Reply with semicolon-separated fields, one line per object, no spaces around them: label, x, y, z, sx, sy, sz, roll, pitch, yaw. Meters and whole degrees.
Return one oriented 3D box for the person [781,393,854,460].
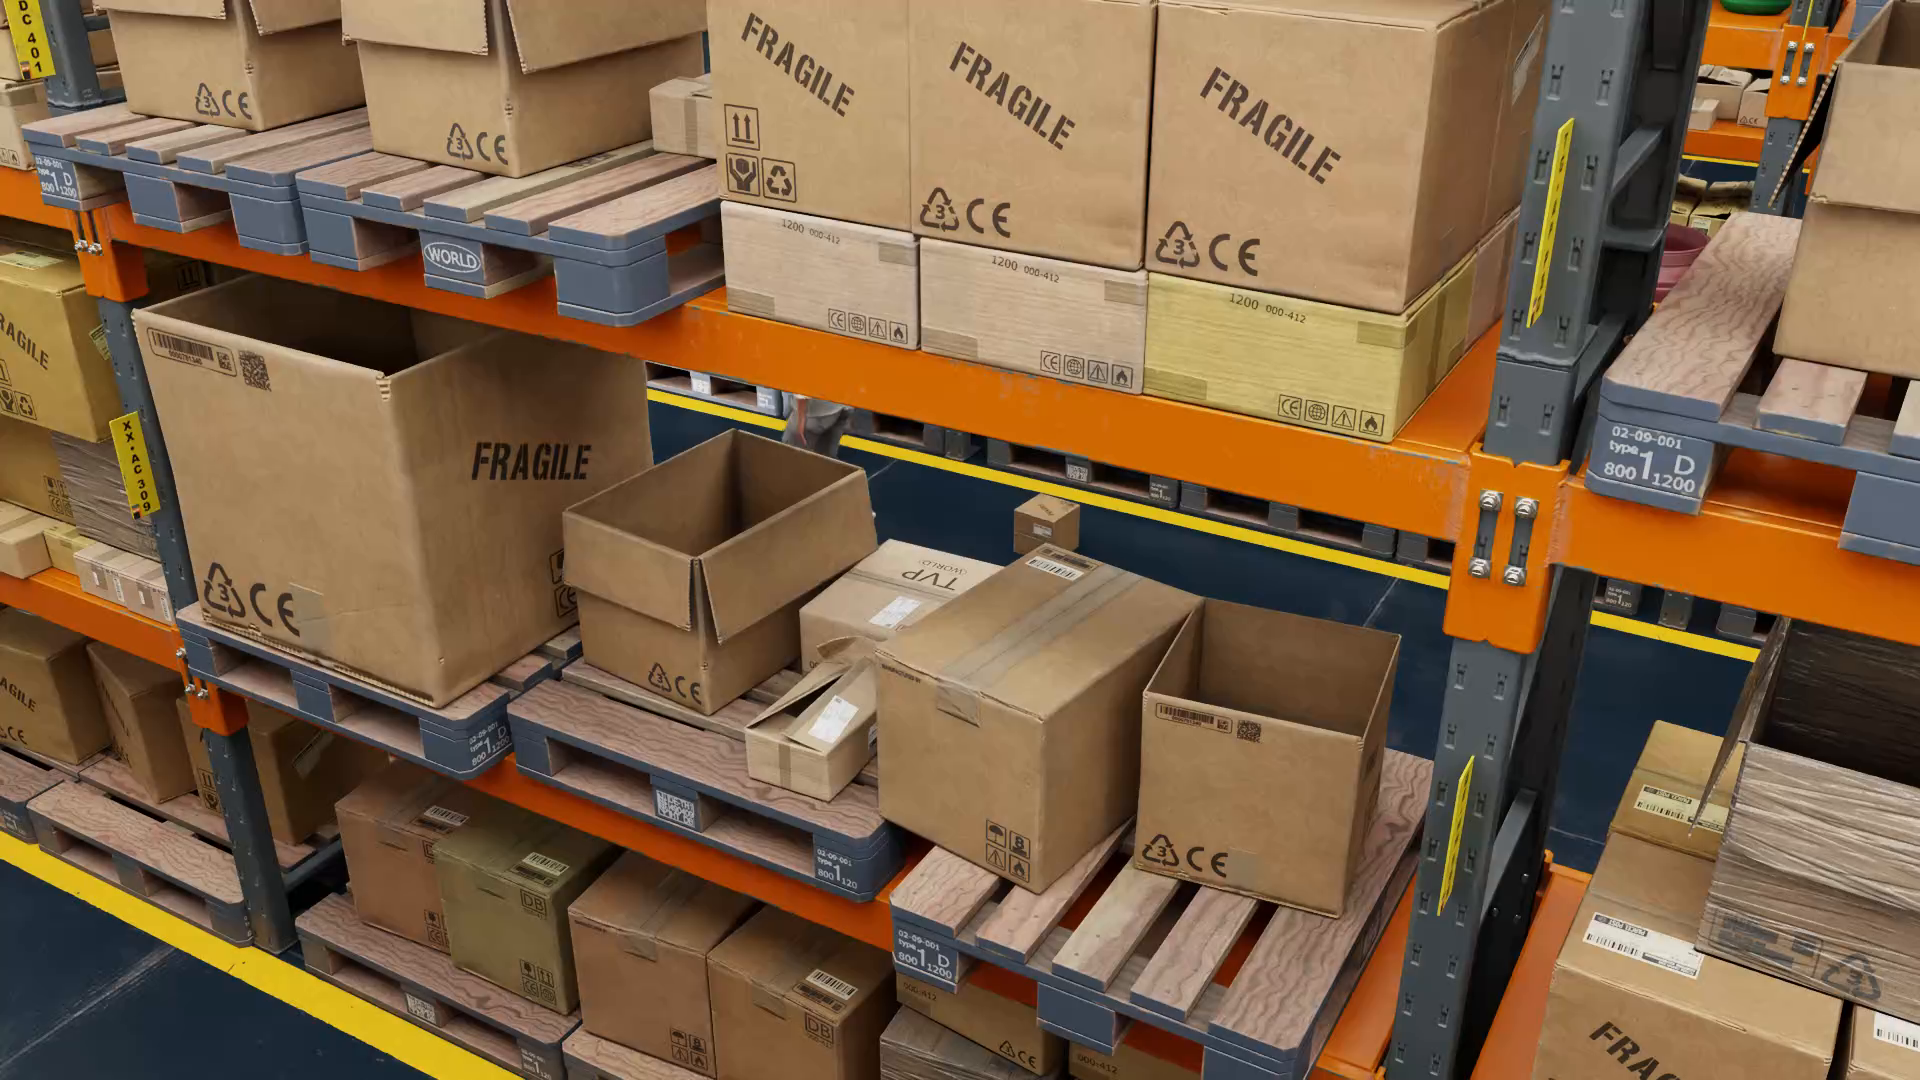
person;-0.655;-0.661;8.381;0.467;1.591;0.445;16;31;29
